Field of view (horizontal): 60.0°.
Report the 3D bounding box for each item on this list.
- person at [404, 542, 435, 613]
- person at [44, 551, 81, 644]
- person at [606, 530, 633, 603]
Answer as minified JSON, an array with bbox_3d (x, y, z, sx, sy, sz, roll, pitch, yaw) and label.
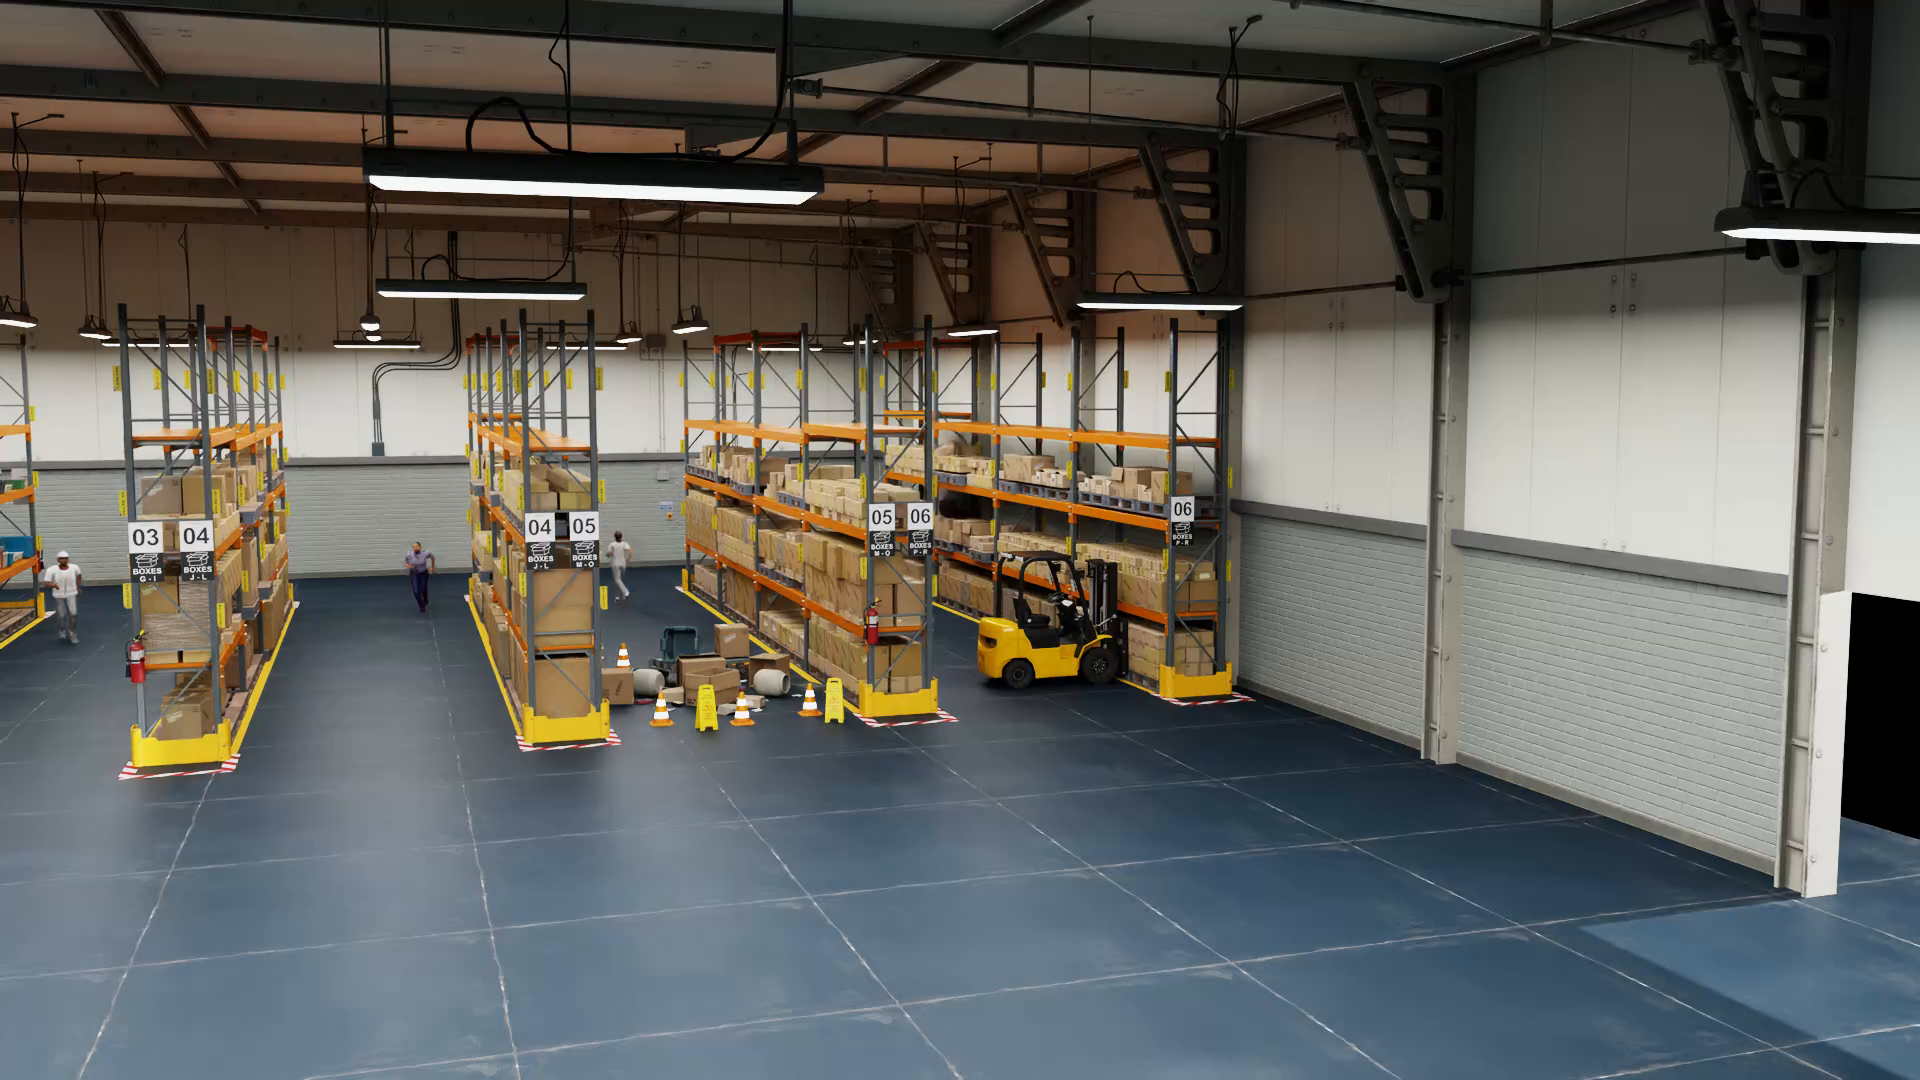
[{"bbox_3d":[-11.738,0.807,36.107,0.593,1.574,0.682,-1,5,-6],"label":"person"},{"bbox_3d":[-17.204,1.110,31.933,0.641,1.818,0.794,-3,6,-31],"label":"person"},{"bbox_3d":[-7.648,0.649,37.323,0.522,1.711,1.061,-4,7,-34],"label":"person"}]
